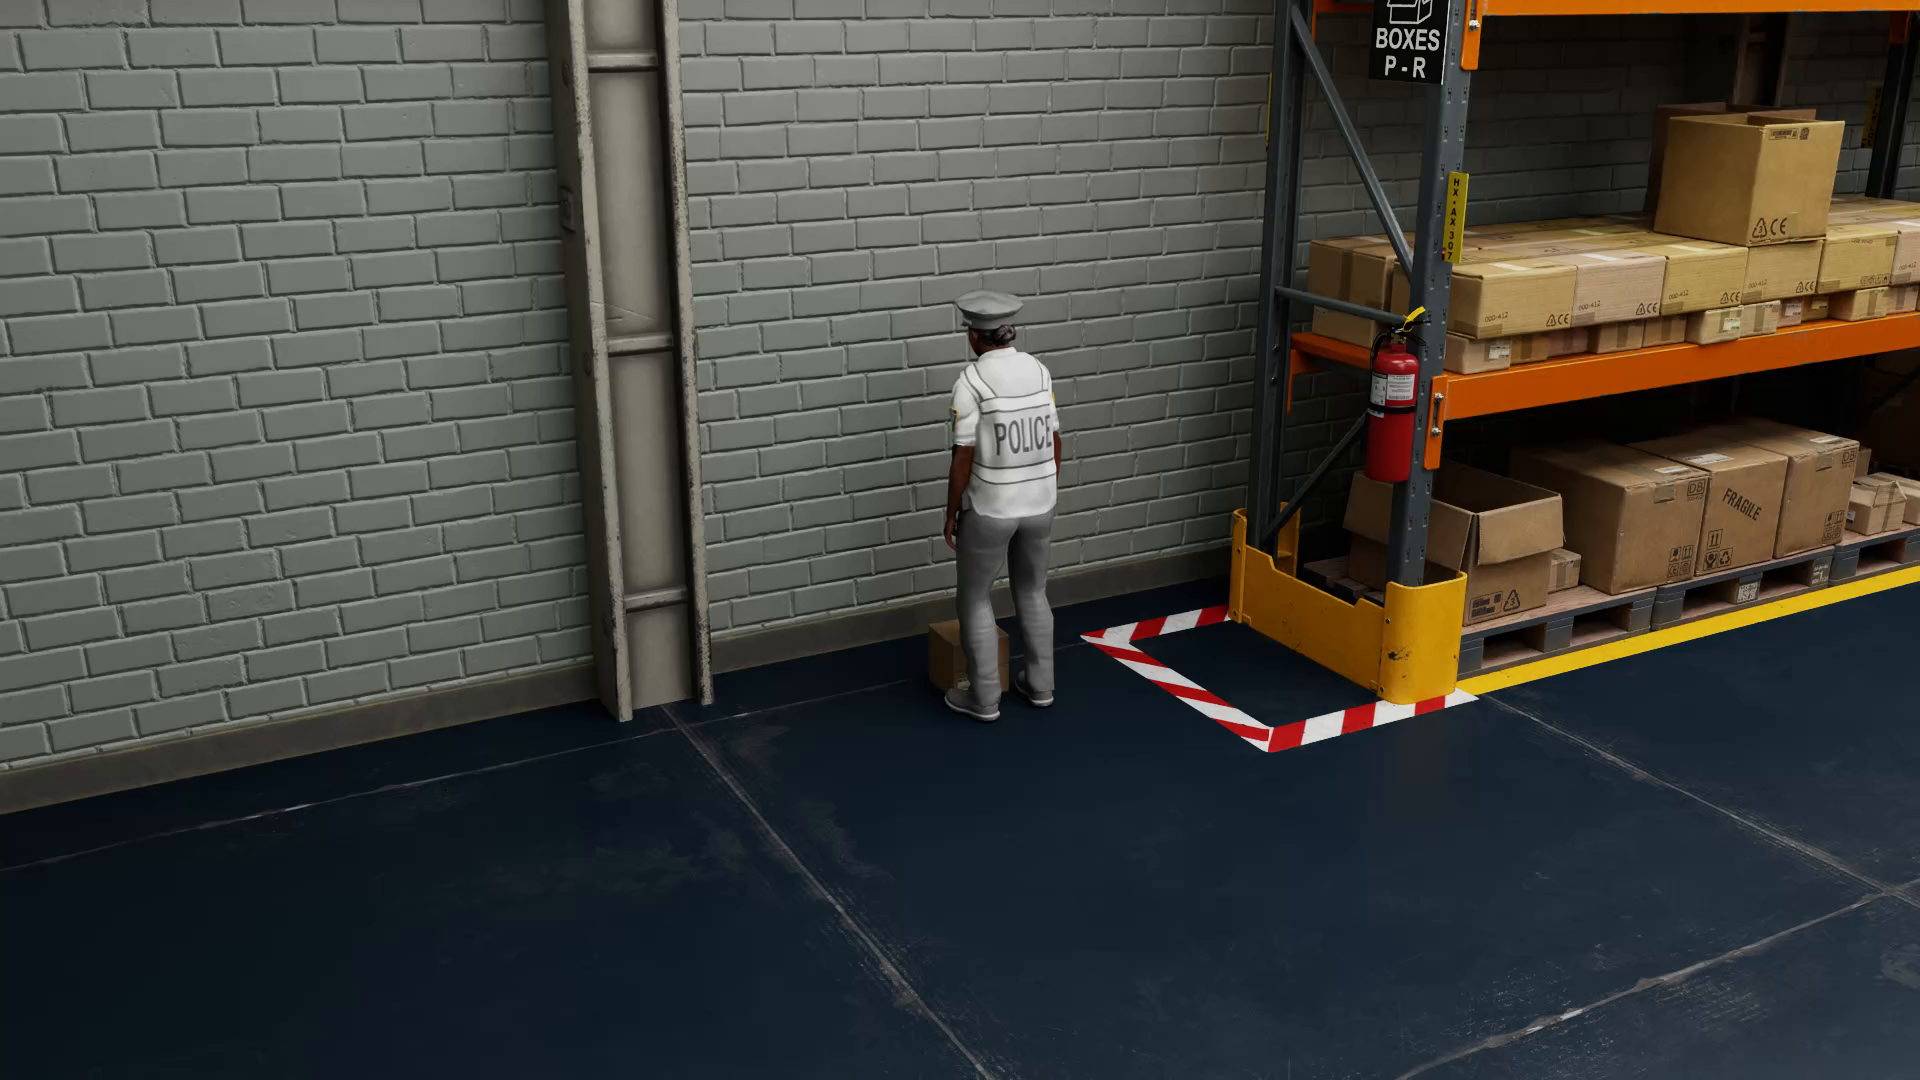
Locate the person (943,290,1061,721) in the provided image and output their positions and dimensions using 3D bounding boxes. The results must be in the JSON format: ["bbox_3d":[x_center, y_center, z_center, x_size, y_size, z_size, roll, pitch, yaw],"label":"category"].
[{"bbox_3d":[0.166,-0.118,6.414,0.507,1.657,0.393,-11,21,-29],"label":"person"}]
